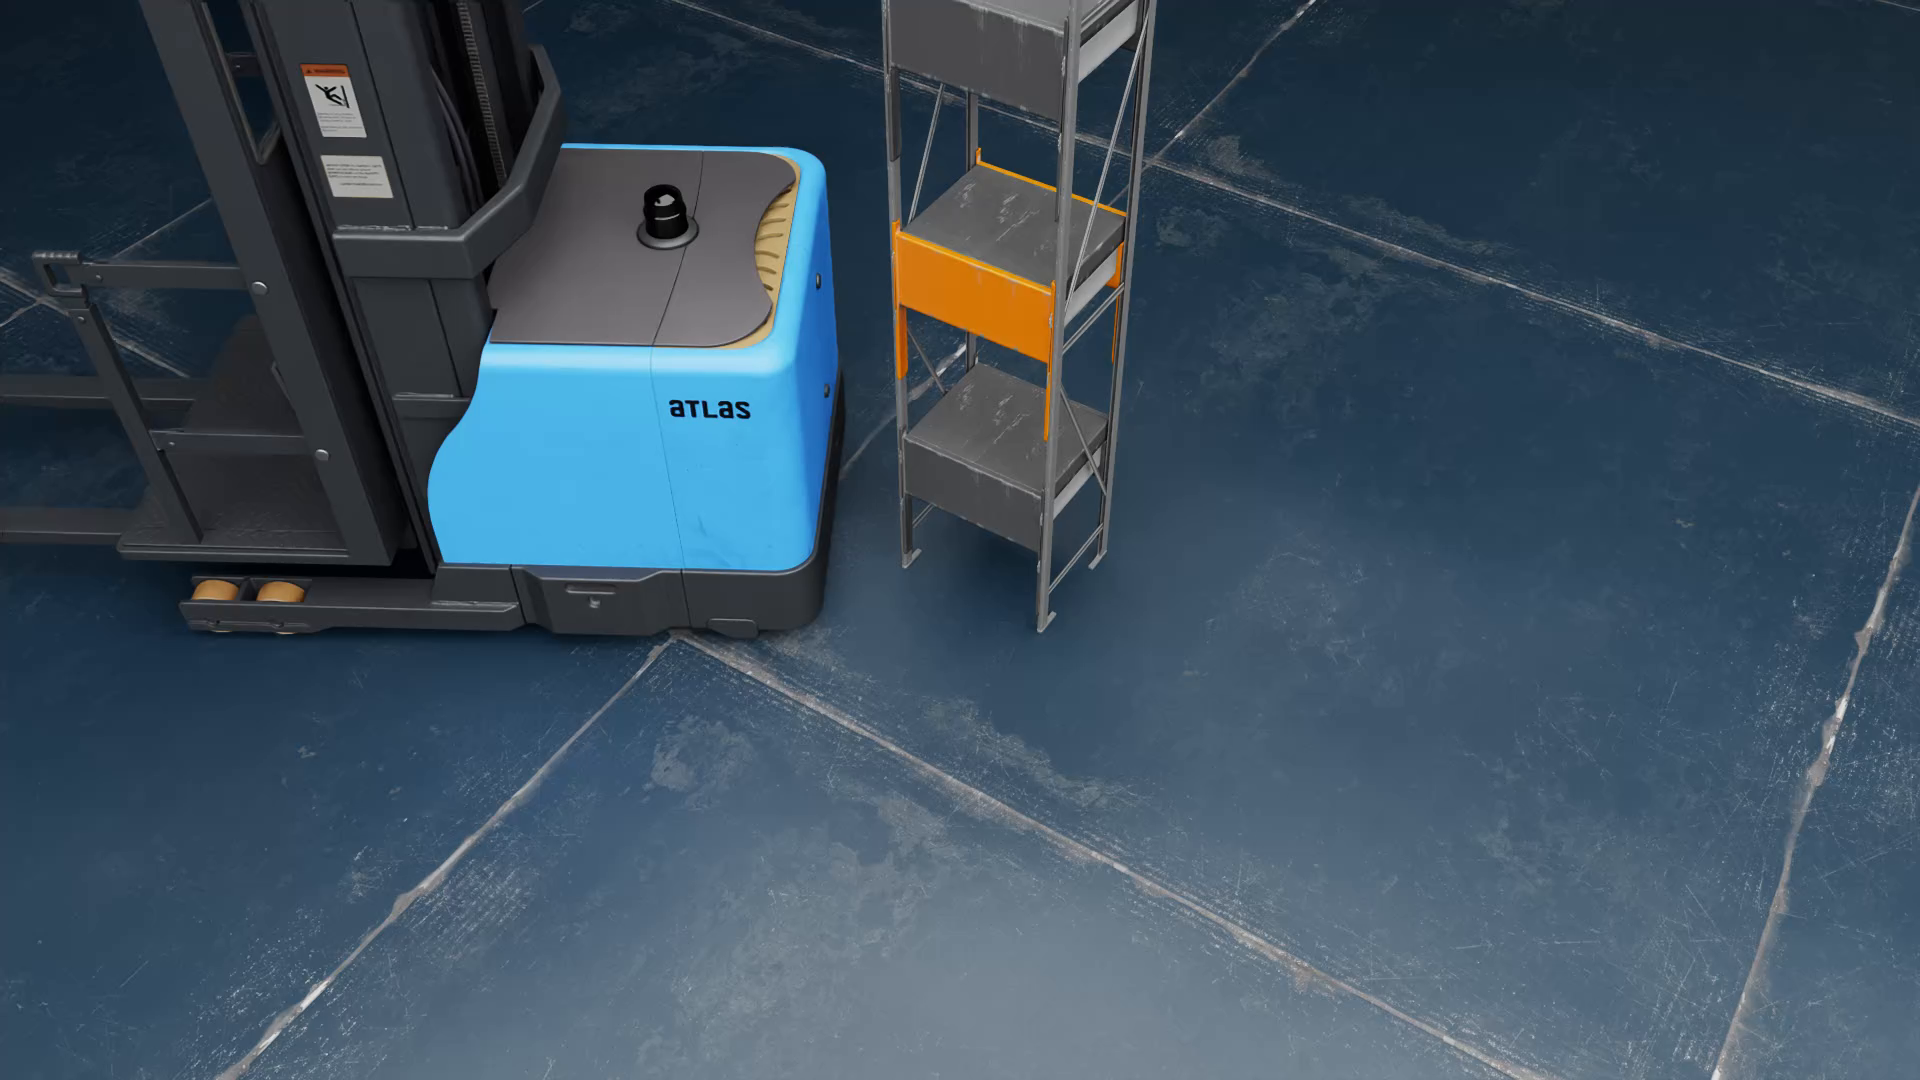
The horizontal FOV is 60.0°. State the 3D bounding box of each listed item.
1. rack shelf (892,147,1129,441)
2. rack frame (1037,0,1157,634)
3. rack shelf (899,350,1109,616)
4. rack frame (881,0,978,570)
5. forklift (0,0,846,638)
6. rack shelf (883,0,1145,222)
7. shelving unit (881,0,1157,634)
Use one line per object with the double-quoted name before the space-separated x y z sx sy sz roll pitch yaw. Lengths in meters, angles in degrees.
"rack shelf" 0.139 -0.658 4.444 0.480 0.518 0.431 25 51 22
"rack frame" 0.345 -0.573 4.343 0.015 2.100 0.400 25 51 22
"rack shelf" 0.139 -0.170 4.946 0.480 0.518 0.431 25 51 22
"rack frame" -0.066 -0.762 4.526 0.015 2.100 0.400 25 51 22
"forklift" -1.910 -1.118 4.292 3.031 2.935 1.130 1 46 1
"rack shelf" 0.139 -1.146 3.942 0.480 0.518 0.431 25 51 22
"shelving unit" 0.139 -0.668 4.435 0.503 2.100 0.431 25 51 22
